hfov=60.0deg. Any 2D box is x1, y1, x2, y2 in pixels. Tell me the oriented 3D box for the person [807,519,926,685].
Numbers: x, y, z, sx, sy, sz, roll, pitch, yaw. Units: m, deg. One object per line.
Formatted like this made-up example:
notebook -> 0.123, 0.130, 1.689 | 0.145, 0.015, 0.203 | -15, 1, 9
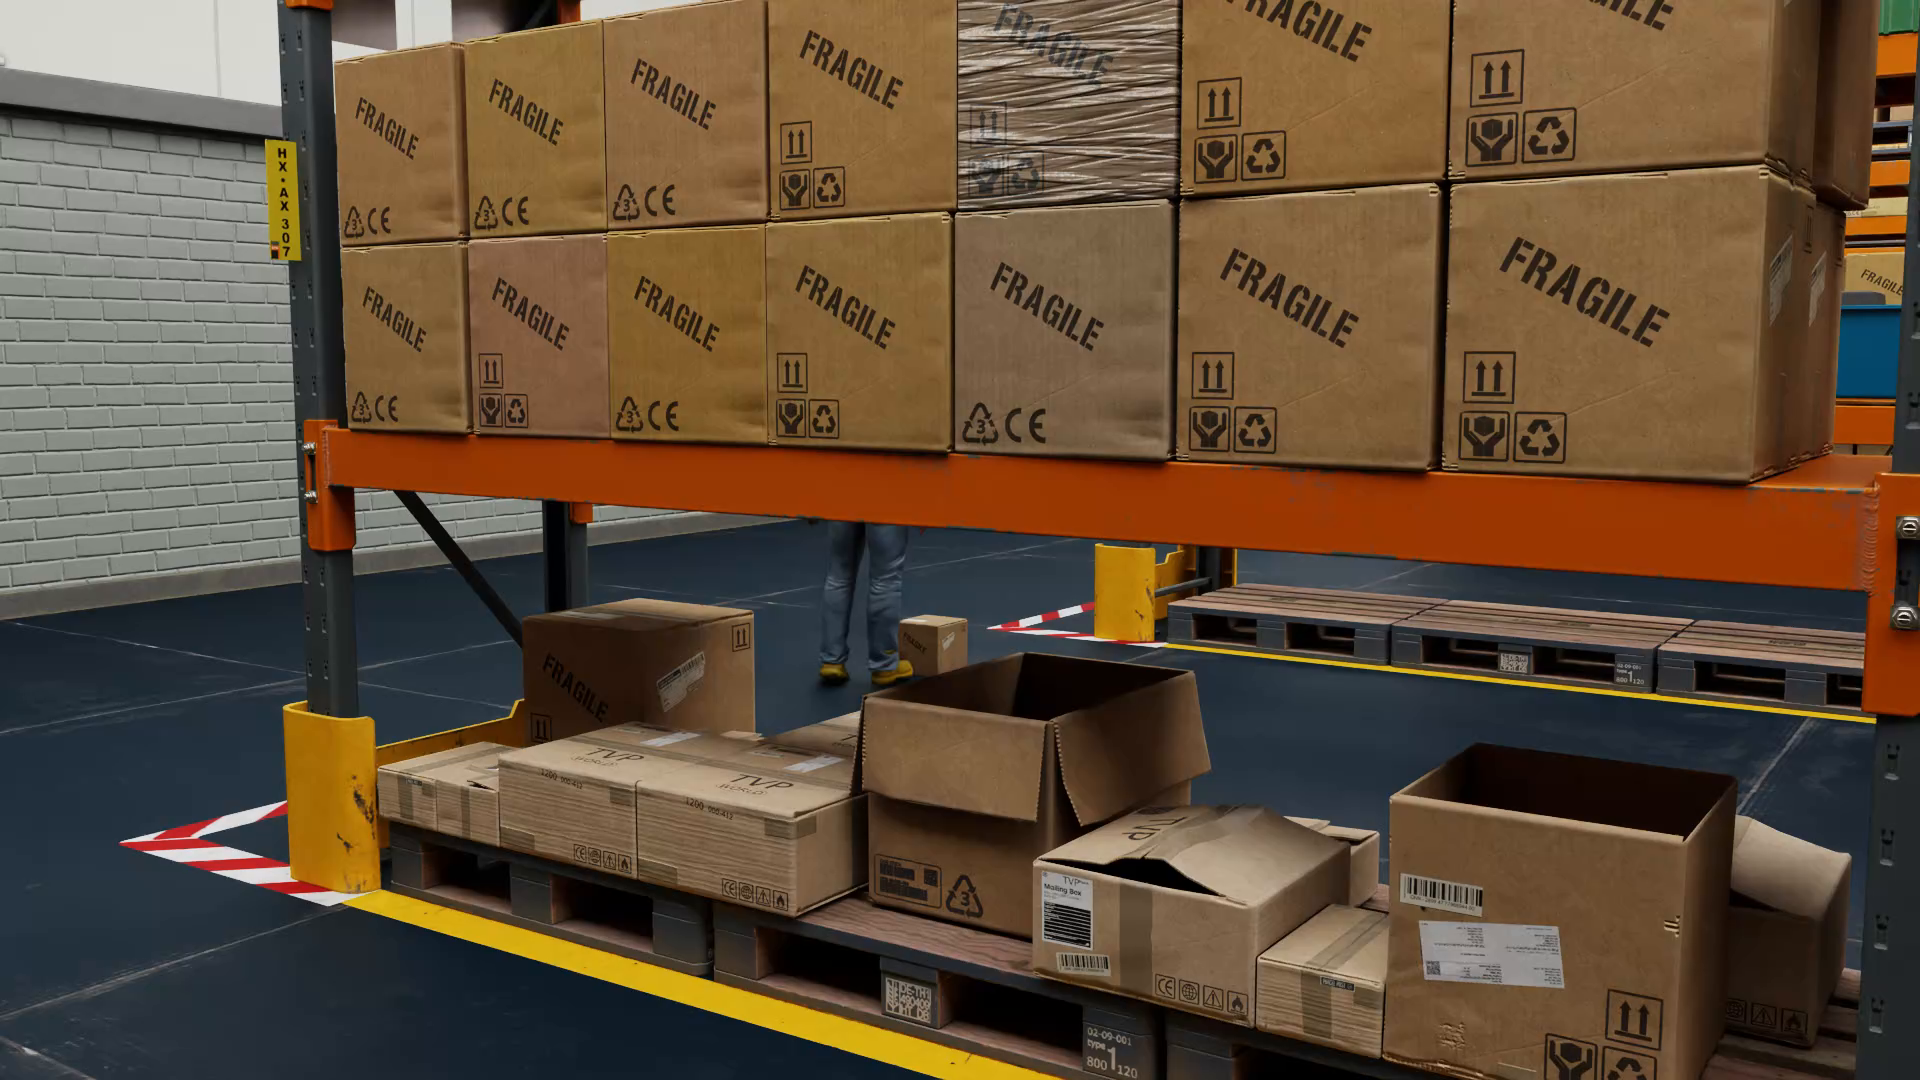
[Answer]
person -> 6.510, 0.160, 4.265 | 15.896, 1.823, 0.612 | 3, 7, 26
